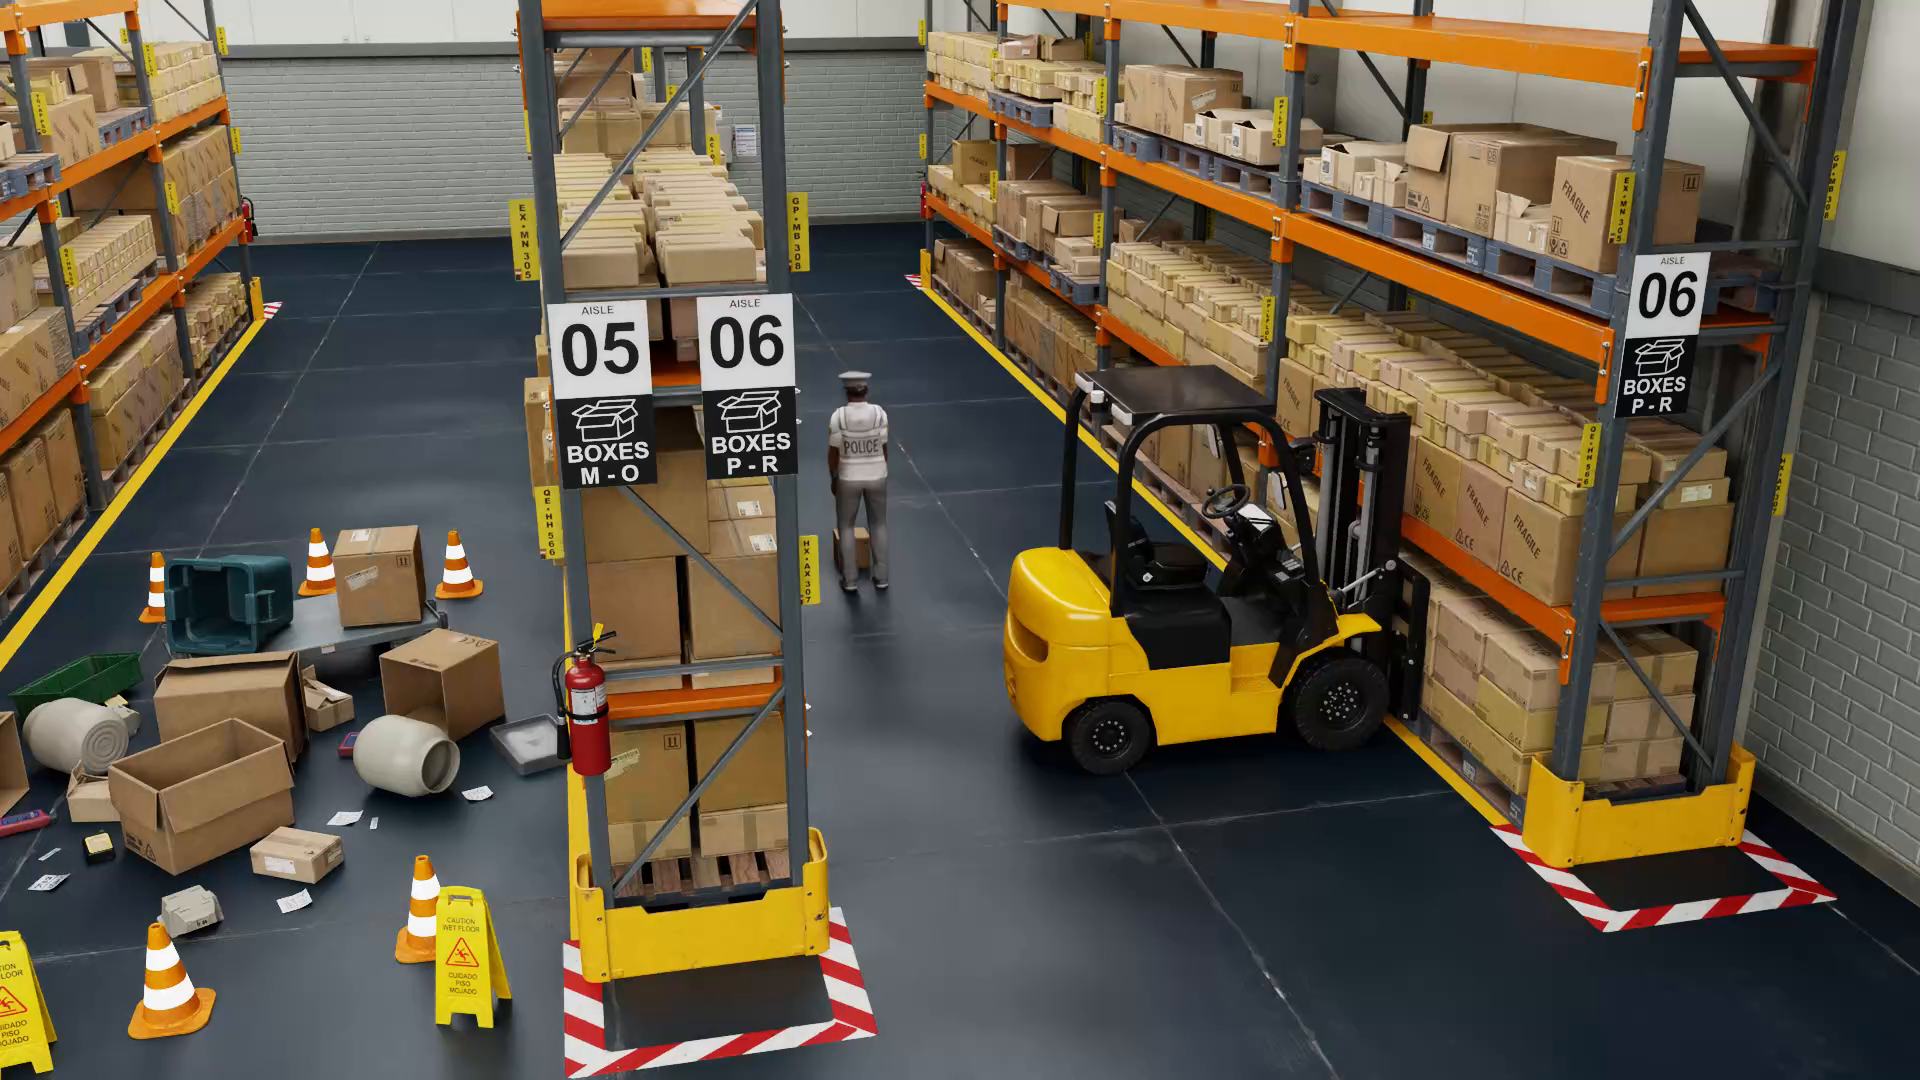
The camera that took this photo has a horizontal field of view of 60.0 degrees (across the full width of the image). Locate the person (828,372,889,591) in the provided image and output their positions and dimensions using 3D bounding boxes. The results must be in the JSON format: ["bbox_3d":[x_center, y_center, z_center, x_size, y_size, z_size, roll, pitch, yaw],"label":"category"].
[{"bbox_3d":[-0.750,-0.427,12.296,0.443,1.652,0.351,-4,20,-11],"label":"person"}]
